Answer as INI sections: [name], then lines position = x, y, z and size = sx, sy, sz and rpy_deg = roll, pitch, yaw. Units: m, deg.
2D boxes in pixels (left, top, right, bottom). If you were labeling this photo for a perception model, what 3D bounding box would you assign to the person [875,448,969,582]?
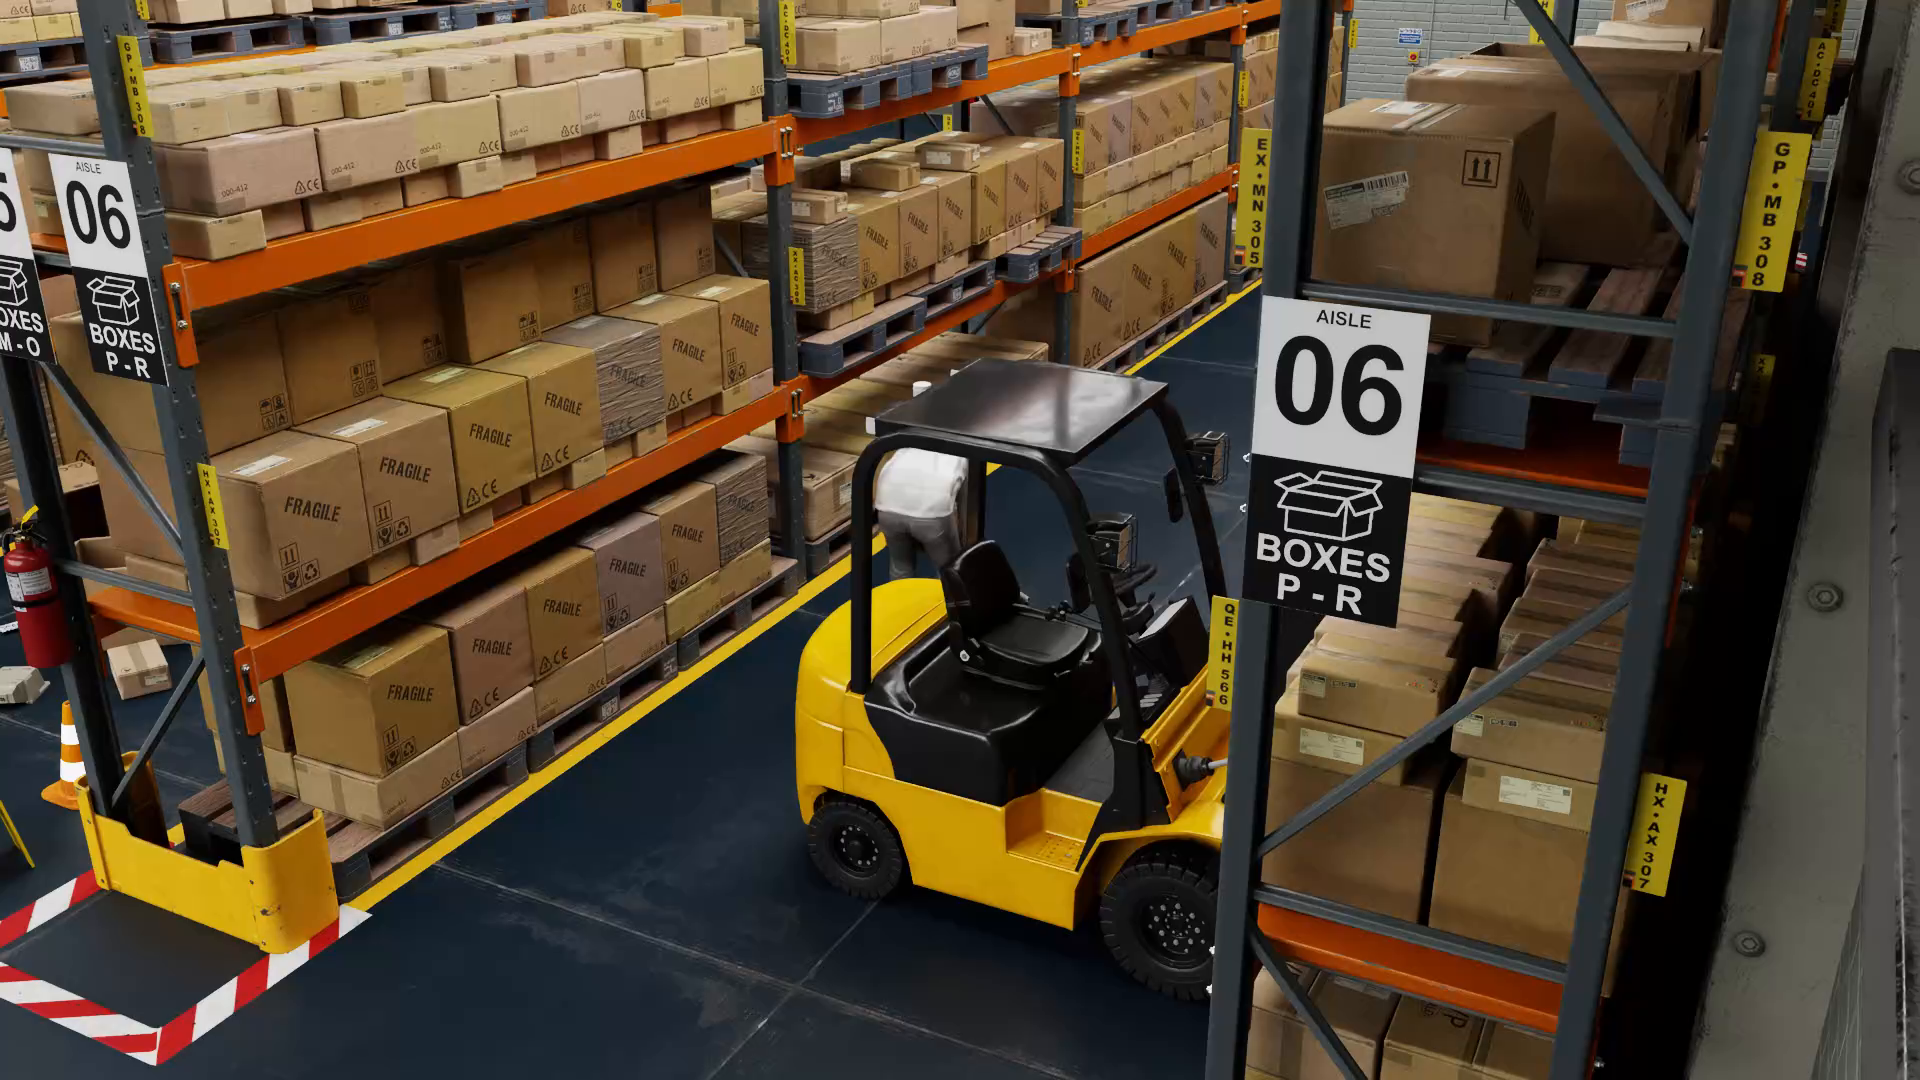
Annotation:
[person]
position = -0.136, -0.092, 9.373
size = 0.456, 1.321, 0.959
rpy_deg = 9, 24, 20
